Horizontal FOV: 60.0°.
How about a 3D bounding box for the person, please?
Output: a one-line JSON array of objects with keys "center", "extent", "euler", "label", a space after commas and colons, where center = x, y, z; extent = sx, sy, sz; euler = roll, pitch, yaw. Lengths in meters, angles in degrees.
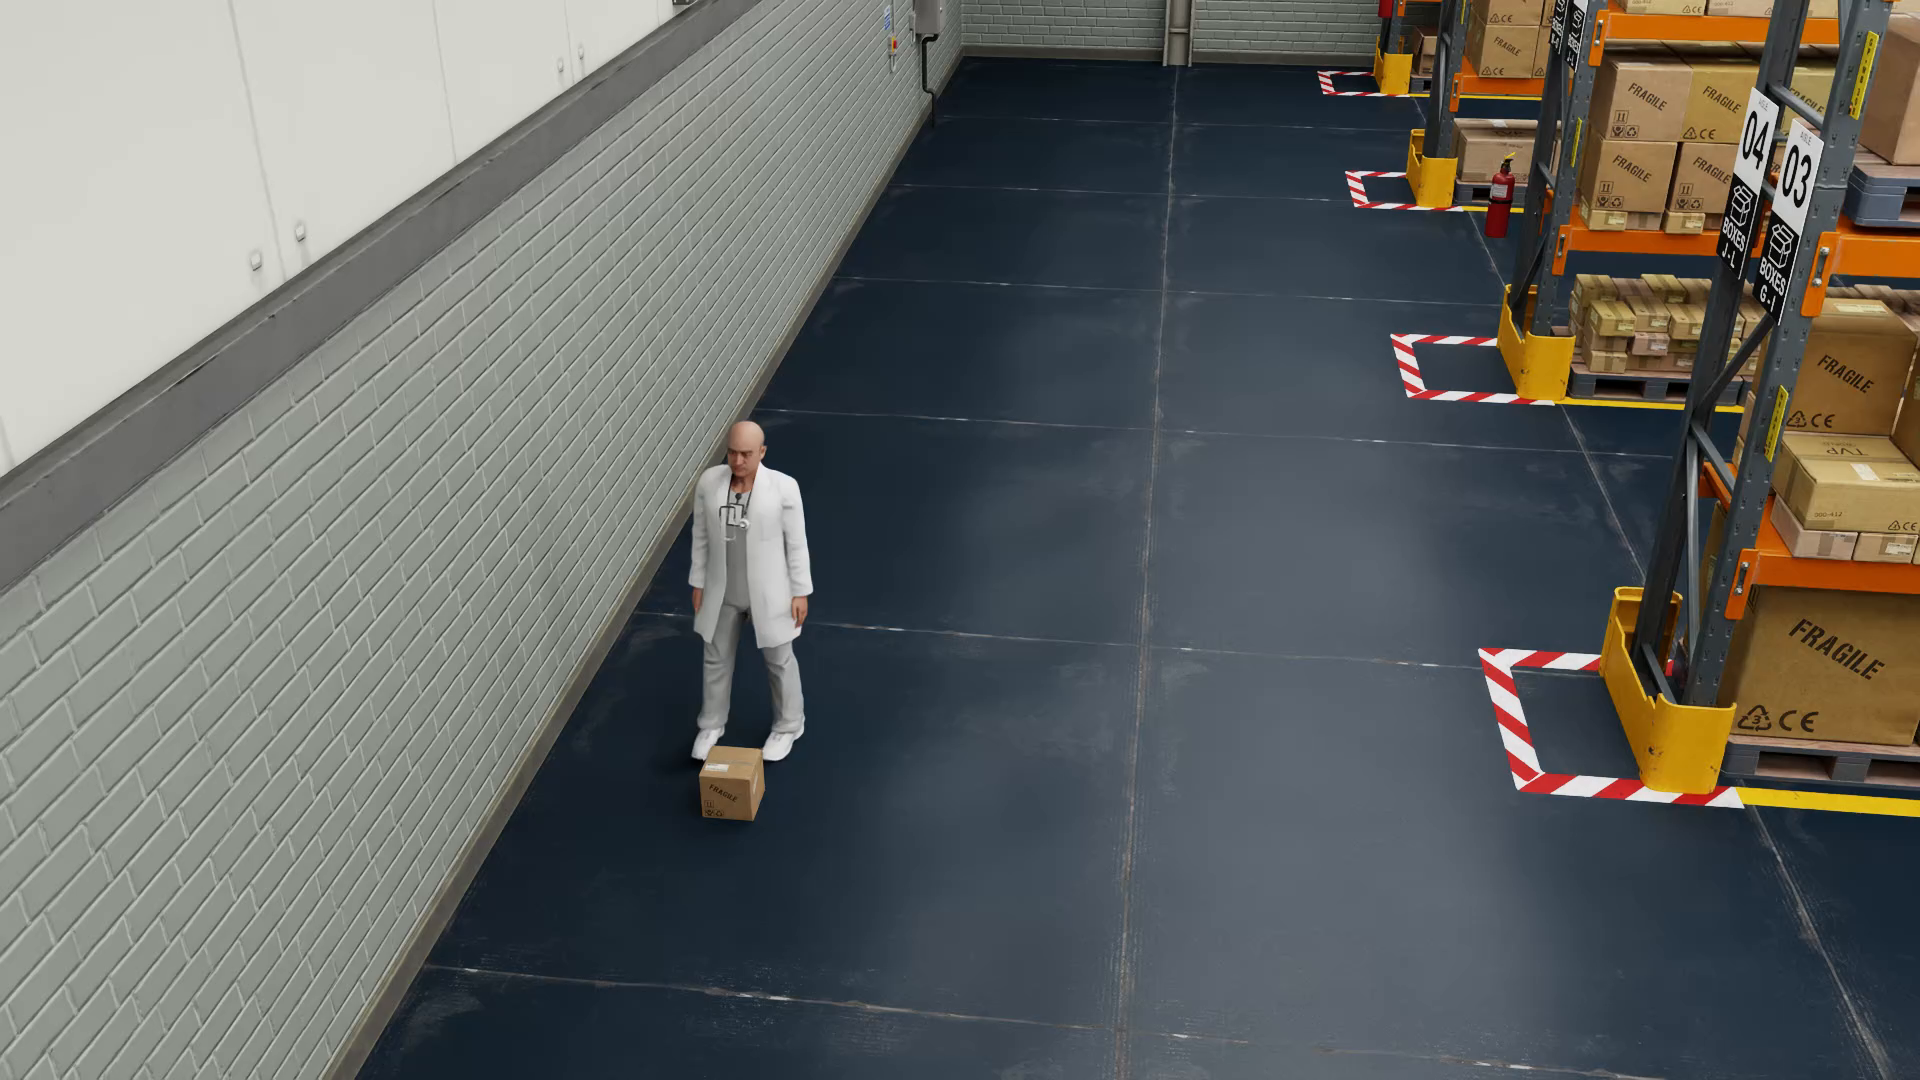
[{"center": [-1.044, 0.279, 8.098], "extent": [0.617, 1.776, 0.471], "euler": [6, 29, 11], "label": "person"}]
